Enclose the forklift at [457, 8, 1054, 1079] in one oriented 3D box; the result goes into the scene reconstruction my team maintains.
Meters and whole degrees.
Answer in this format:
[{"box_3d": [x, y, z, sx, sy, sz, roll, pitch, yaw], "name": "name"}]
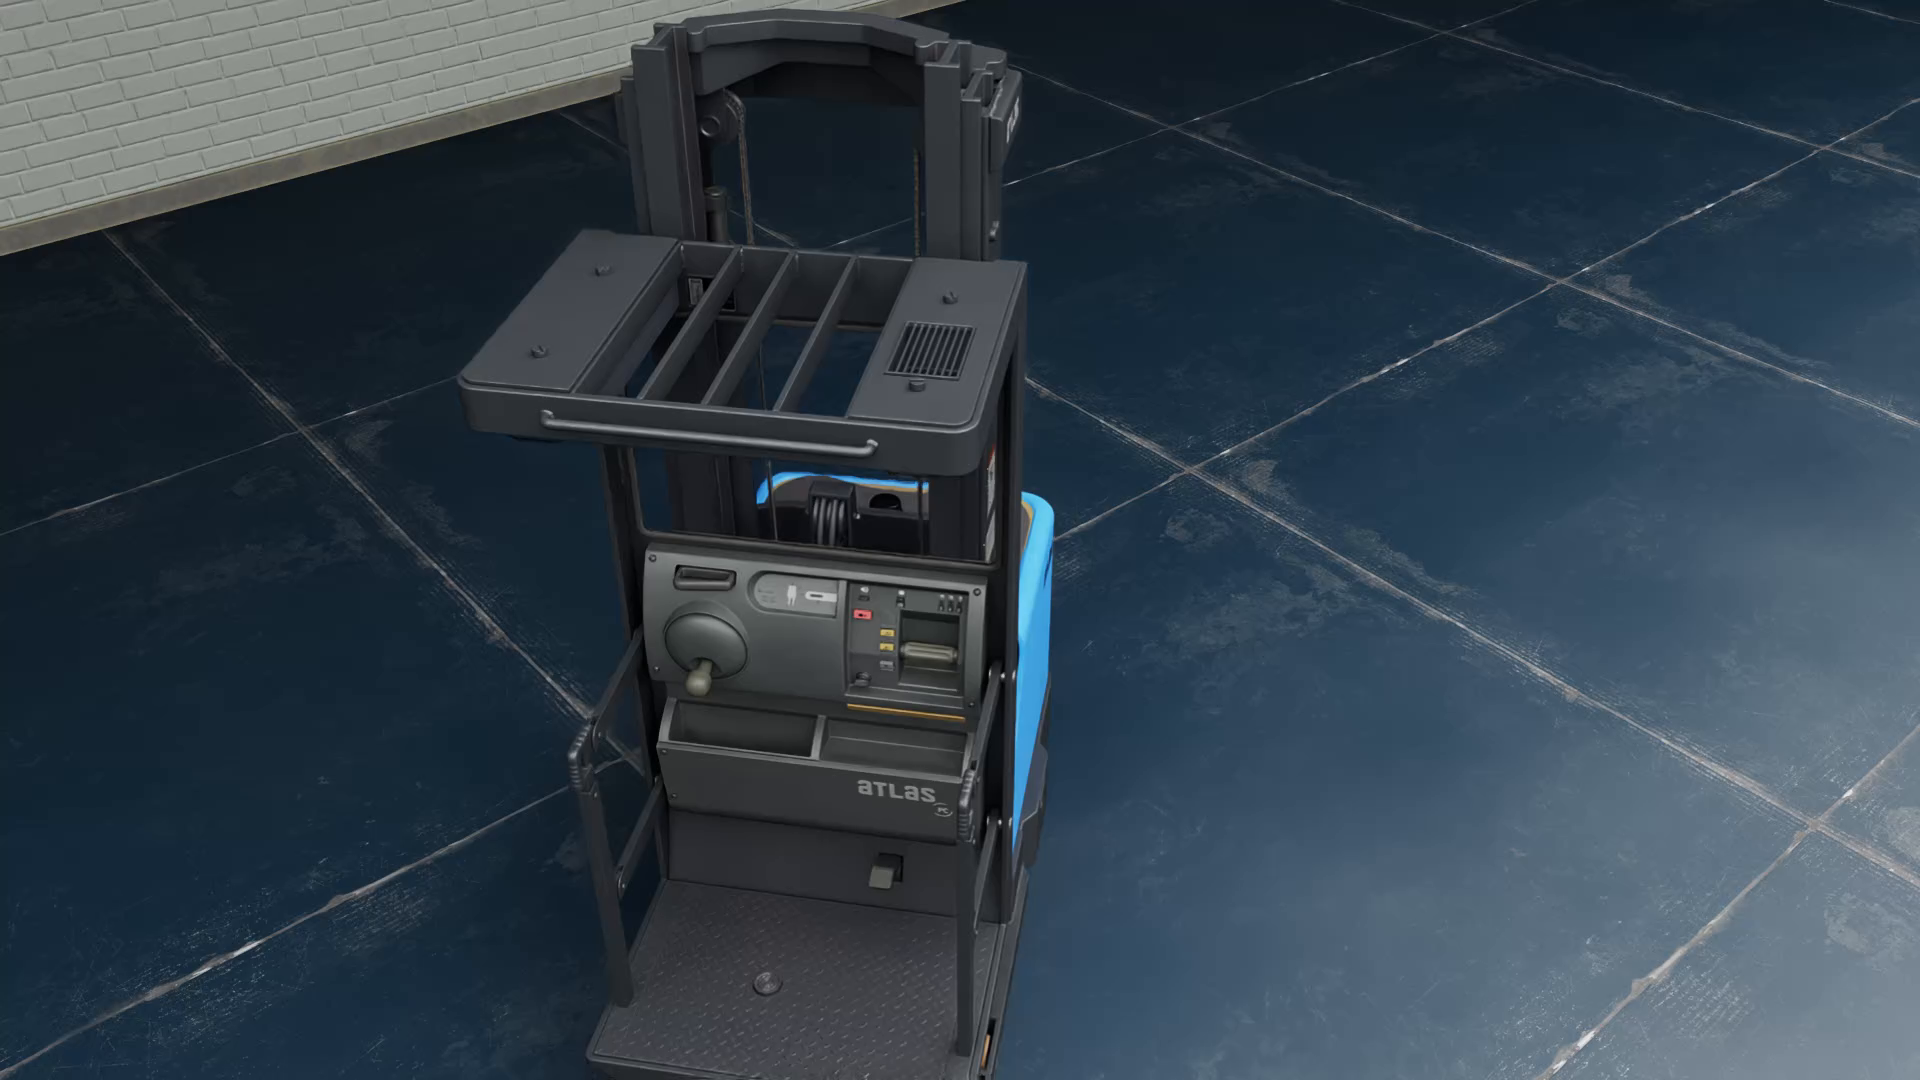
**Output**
[{"box_3d": [-0.428, 0.314, 4.271, 1.130, 2.935, 3.031, 6, 36, 8], "name": "forklift"}]
